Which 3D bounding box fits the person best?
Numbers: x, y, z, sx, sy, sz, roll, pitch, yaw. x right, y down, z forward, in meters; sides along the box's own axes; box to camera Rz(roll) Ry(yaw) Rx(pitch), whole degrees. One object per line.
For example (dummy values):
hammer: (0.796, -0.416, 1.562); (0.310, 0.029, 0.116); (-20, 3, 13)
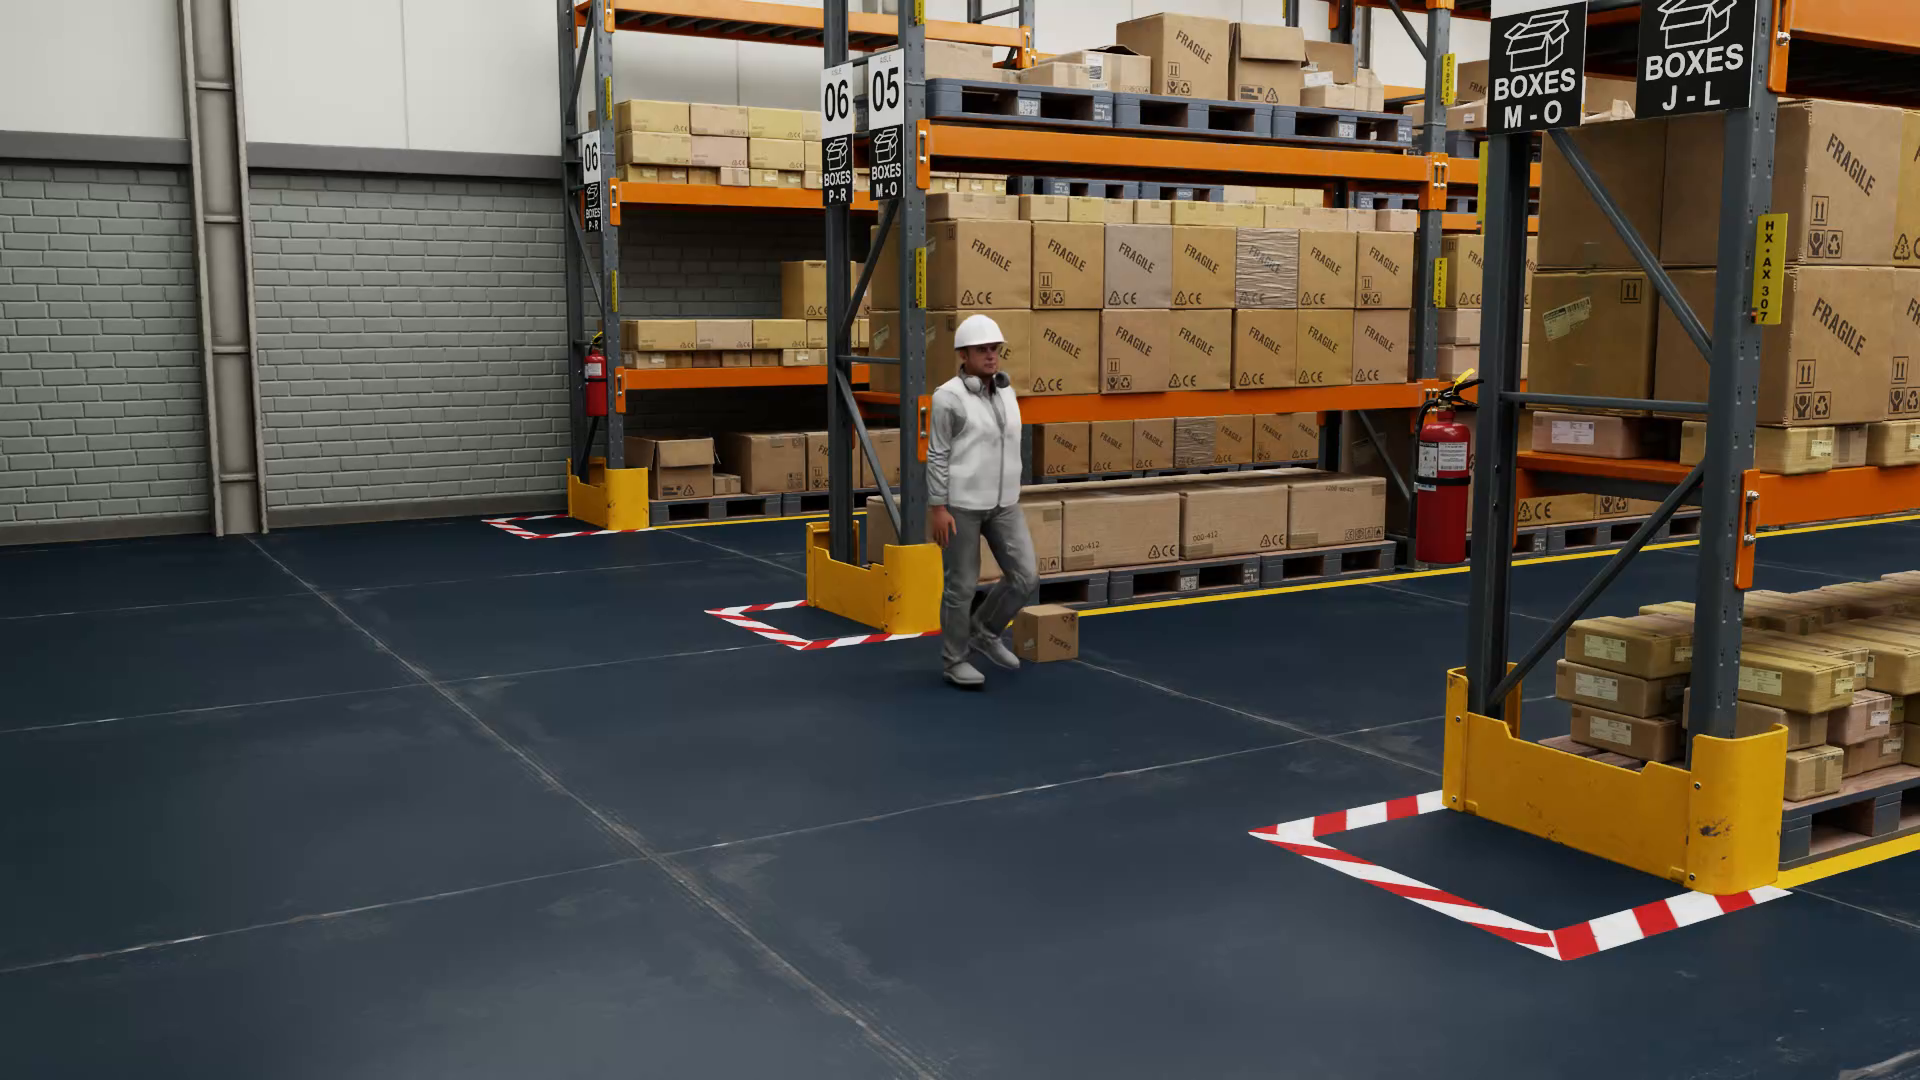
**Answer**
person: (0.069, -0.178, 7.877); (0.568, 1.762, 0.487); (-6, 10, -37)
